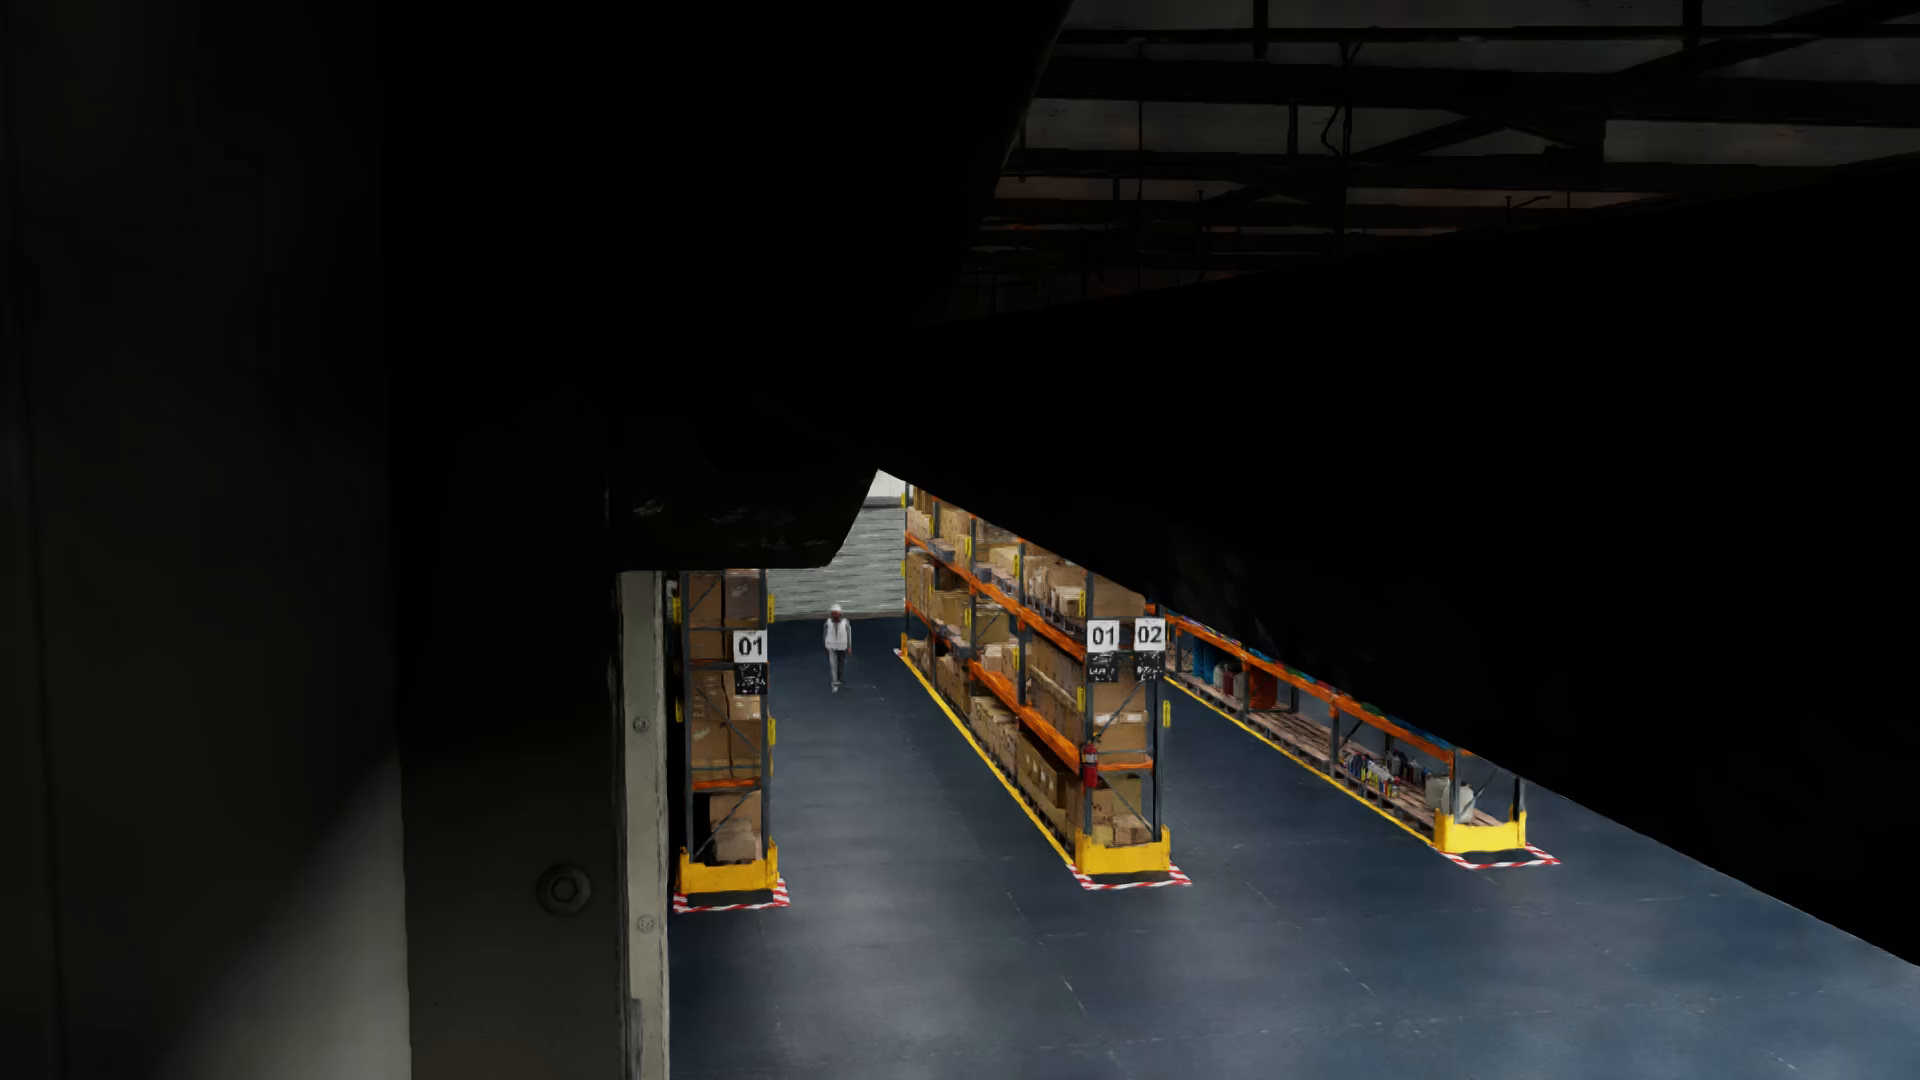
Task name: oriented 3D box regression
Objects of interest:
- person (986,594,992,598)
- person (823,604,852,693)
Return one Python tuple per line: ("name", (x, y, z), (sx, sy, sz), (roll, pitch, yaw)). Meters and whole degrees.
("person", (0.731, 1.242, 41.480), (0.474, 1.588, 0.477), (5, 8, 41))
("person", (-2.395, 2.094, 32.614), (0.553, 1.725, 1.030), (-1, 6, -11))
